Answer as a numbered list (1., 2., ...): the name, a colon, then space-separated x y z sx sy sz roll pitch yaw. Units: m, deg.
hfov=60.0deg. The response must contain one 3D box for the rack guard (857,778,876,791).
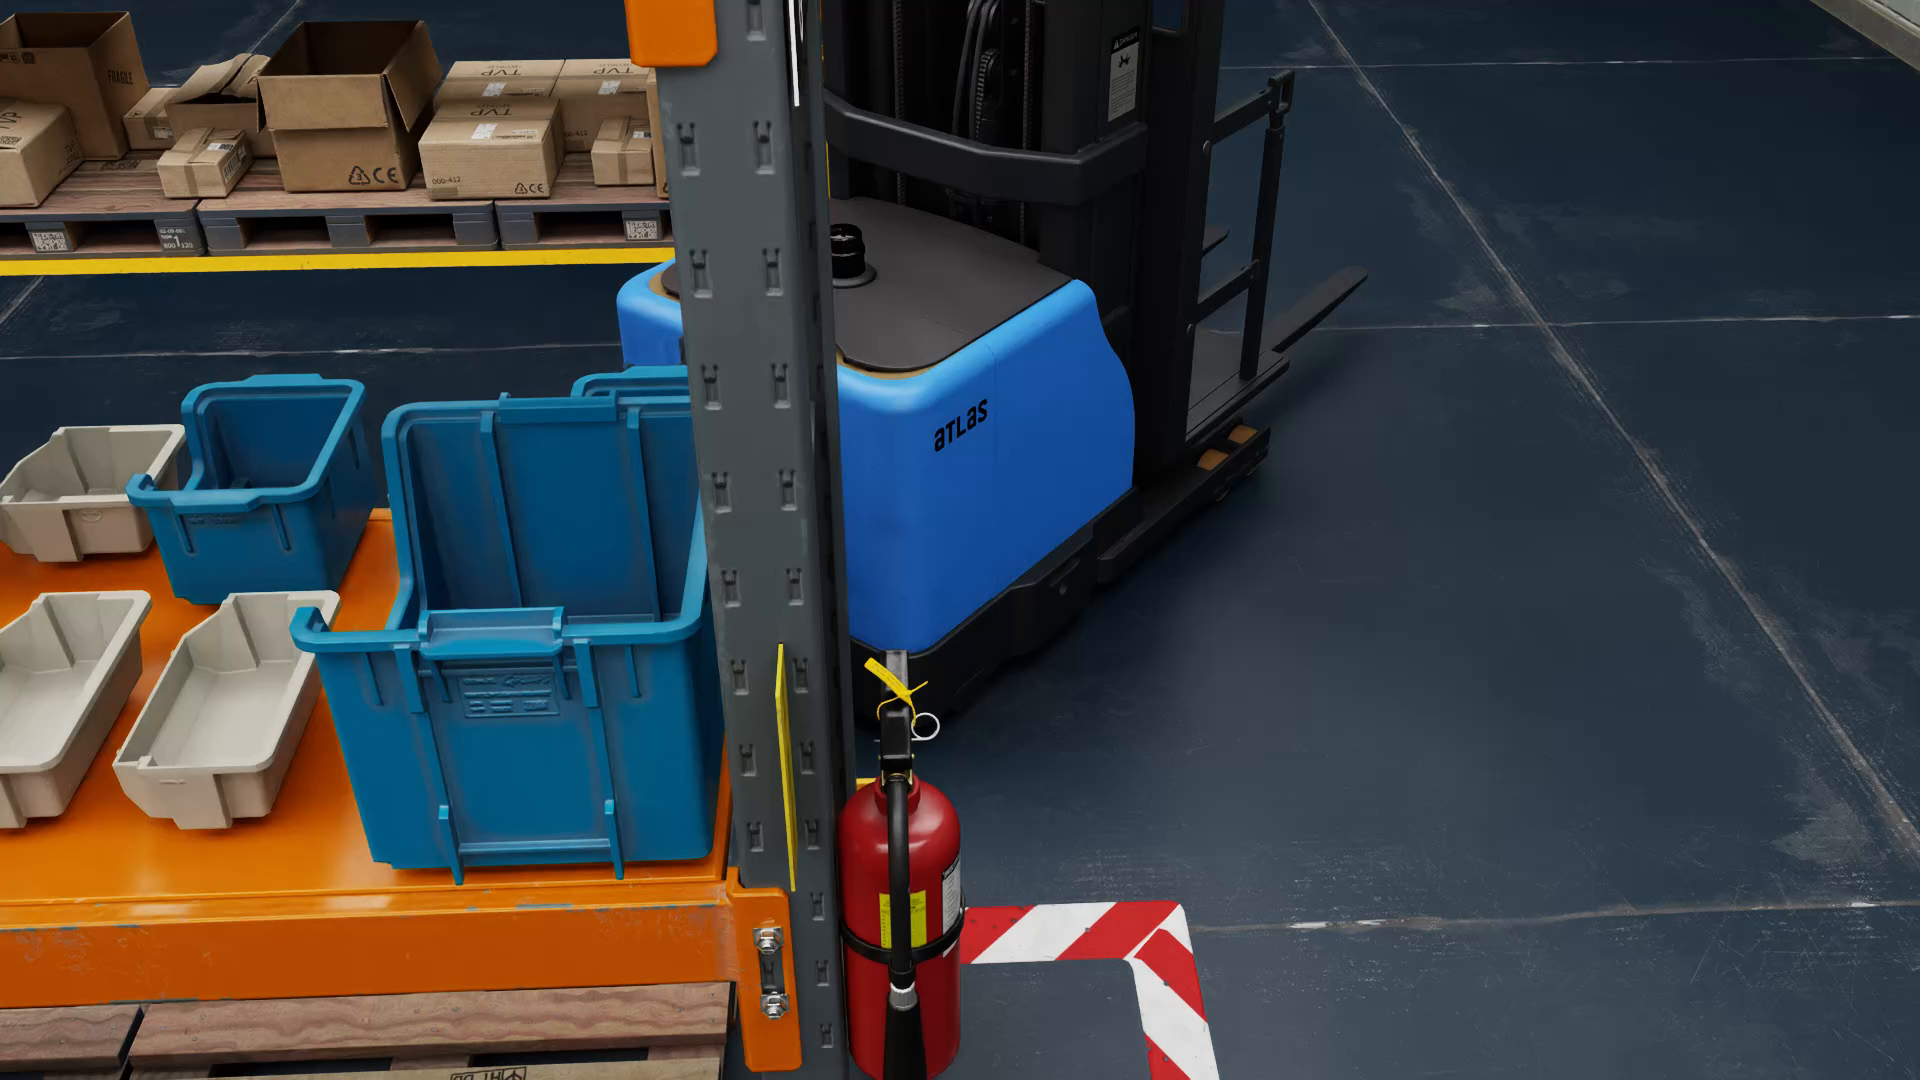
1. rack guard: -0.232 1.060 3.279 0.348 0.500 1.175 -2 35 -2

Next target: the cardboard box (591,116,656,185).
1. cardboard box: -1.427 -1.677 7.140 0.250 0.166 0.380 -2 35 -2

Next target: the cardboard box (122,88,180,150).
1. cardboard box: -3.555 -1.897 7.474 0.250 0.149 0.380 -2 35 -2

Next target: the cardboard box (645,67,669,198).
1. cardboard box: -1.018 -1.774 6.987 0.500 0.500 0.500 -2 35 -2

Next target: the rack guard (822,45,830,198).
1. rack guard: -0.563 -1.745 7.333 0.348 0.500 1.175 -2 35 -2

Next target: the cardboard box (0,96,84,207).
1. cardboard box: -4.053 -1.631 6.947 0.500 0.311 0.500 -2 35 -2

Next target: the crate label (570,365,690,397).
1. crate label: -0.518 -0.096 2.847 0.303 0.233 0.416 -2 35 -2

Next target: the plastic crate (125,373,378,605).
1. plastic crate: -1.176 -0.078 2.821 0.300 0.233 0.416 -2 35 -2

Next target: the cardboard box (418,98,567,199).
1. cardboard box: -1.968 -1.662 7.046 0.500 0.250 0.500 -2 35 -2

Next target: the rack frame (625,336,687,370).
1. rack frame: -0.748 -0.030 4.369 0.008 1.050 0.200 23 40 29

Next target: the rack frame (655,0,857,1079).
1. rack frame: -0.256 0.040 2.556 0.127 3.000 1.000 -2 35 -2

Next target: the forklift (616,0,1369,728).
1. forklift: 0.378 -1.486 4.822 1.130 2.935 3.031 24 41 30

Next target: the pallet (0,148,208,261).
1. pallet: -3.796 -1.539 7.288 1.213 0.211 1.003 -2 35 -2

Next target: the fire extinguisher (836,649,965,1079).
1. fire extinguisher: -0.084 0.480 2.316 0.183 0.674 0.296 -2 35 -2

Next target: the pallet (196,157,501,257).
1. pallet: -2.575 -1.573 7.338 1.213 0.211 1.003 -2 35 -2

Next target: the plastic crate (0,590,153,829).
1. plastic crate: -1.352 0.249 2.434 0.243 0.136 0.396 -2 35 -2

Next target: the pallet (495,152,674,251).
1. pallet: -1.359 -1.604 7.383 1.213 0.211 1.003 -2 35 -2

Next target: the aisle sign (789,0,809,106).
1. aisle sign: -0.170 -0.864 1.578 0.004 0.787 0.394 -2 35 -2

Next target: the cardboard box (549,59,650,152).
1. cardboard box: -1.543 -1.959 7.474 0.500 0.250 0.500 -2 35 -2

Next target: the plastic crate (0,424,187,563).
1. plastic crate: -1.520 -0.076 2.904 0.298 0.136 0.250 -2 35 -2

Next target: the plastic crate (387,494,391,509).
1. plastic crate: -0.842 -0.095 2.930 0.298 0.136 0.250 -2 35 -2

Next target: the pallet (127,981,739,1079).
1. pallet: -1.081 1.187 3.349 1.213 0.211 1.003 -2 35 -2

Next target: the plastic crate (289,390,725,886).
1. plastic crate: -0.581 0.116 2.362 0.499 0.435 0.616 -2 35 -2

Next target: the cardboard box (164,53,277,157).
1. cardboard box: -3.177 -1.940 7.393 0.500 0.311 0.500 -2 35 -2

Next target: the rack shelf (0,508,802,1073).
1. rack shelf: -2.254 0.390 2.683 4.000 0.370 1.077 -2 35 -2

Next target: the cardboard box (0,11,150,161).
1. cardboard box: -3.926 -1.997 7.310 0.500 0.500 0.500 -2 35 -2

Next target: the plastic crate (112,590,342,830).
1. plastic crate: -1.062 0.249 2.433 0.243 0.136 0.396 -2 35 -2

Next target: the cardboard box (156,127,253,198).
1. cardboard box: -3.189 -1.601 7.030 0.250 0.166 0.380 -2 35 -2

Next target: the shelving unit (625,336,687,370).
1. shelving unit: -0.650 0.011 4.310 0.252 1.050 0.215 23 40 29

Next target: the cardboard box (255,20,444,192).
1. cardboard box: -2.606 -1.875 7.131 0.637 0.503 0.797 -2 35 -2

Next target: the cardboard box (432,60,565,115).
1. cardboard box: -2.042 -1.945 7.455 0.500 0.250 0.500 -2 35 -2

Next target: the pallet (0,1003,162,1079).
1. pallet: -2.297 1.218 3.304 1.213 0.211 1.003 -2 35 -2

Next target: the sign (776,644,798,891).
1. sign: -0.214 0.286 2.058 0.005 0.325 0.100 -2 35 -2

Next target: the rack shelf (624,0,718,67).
1. rack shelf: -2.254 -0.843 1.829 4.000 0.370 1.077 -2 35 -2
